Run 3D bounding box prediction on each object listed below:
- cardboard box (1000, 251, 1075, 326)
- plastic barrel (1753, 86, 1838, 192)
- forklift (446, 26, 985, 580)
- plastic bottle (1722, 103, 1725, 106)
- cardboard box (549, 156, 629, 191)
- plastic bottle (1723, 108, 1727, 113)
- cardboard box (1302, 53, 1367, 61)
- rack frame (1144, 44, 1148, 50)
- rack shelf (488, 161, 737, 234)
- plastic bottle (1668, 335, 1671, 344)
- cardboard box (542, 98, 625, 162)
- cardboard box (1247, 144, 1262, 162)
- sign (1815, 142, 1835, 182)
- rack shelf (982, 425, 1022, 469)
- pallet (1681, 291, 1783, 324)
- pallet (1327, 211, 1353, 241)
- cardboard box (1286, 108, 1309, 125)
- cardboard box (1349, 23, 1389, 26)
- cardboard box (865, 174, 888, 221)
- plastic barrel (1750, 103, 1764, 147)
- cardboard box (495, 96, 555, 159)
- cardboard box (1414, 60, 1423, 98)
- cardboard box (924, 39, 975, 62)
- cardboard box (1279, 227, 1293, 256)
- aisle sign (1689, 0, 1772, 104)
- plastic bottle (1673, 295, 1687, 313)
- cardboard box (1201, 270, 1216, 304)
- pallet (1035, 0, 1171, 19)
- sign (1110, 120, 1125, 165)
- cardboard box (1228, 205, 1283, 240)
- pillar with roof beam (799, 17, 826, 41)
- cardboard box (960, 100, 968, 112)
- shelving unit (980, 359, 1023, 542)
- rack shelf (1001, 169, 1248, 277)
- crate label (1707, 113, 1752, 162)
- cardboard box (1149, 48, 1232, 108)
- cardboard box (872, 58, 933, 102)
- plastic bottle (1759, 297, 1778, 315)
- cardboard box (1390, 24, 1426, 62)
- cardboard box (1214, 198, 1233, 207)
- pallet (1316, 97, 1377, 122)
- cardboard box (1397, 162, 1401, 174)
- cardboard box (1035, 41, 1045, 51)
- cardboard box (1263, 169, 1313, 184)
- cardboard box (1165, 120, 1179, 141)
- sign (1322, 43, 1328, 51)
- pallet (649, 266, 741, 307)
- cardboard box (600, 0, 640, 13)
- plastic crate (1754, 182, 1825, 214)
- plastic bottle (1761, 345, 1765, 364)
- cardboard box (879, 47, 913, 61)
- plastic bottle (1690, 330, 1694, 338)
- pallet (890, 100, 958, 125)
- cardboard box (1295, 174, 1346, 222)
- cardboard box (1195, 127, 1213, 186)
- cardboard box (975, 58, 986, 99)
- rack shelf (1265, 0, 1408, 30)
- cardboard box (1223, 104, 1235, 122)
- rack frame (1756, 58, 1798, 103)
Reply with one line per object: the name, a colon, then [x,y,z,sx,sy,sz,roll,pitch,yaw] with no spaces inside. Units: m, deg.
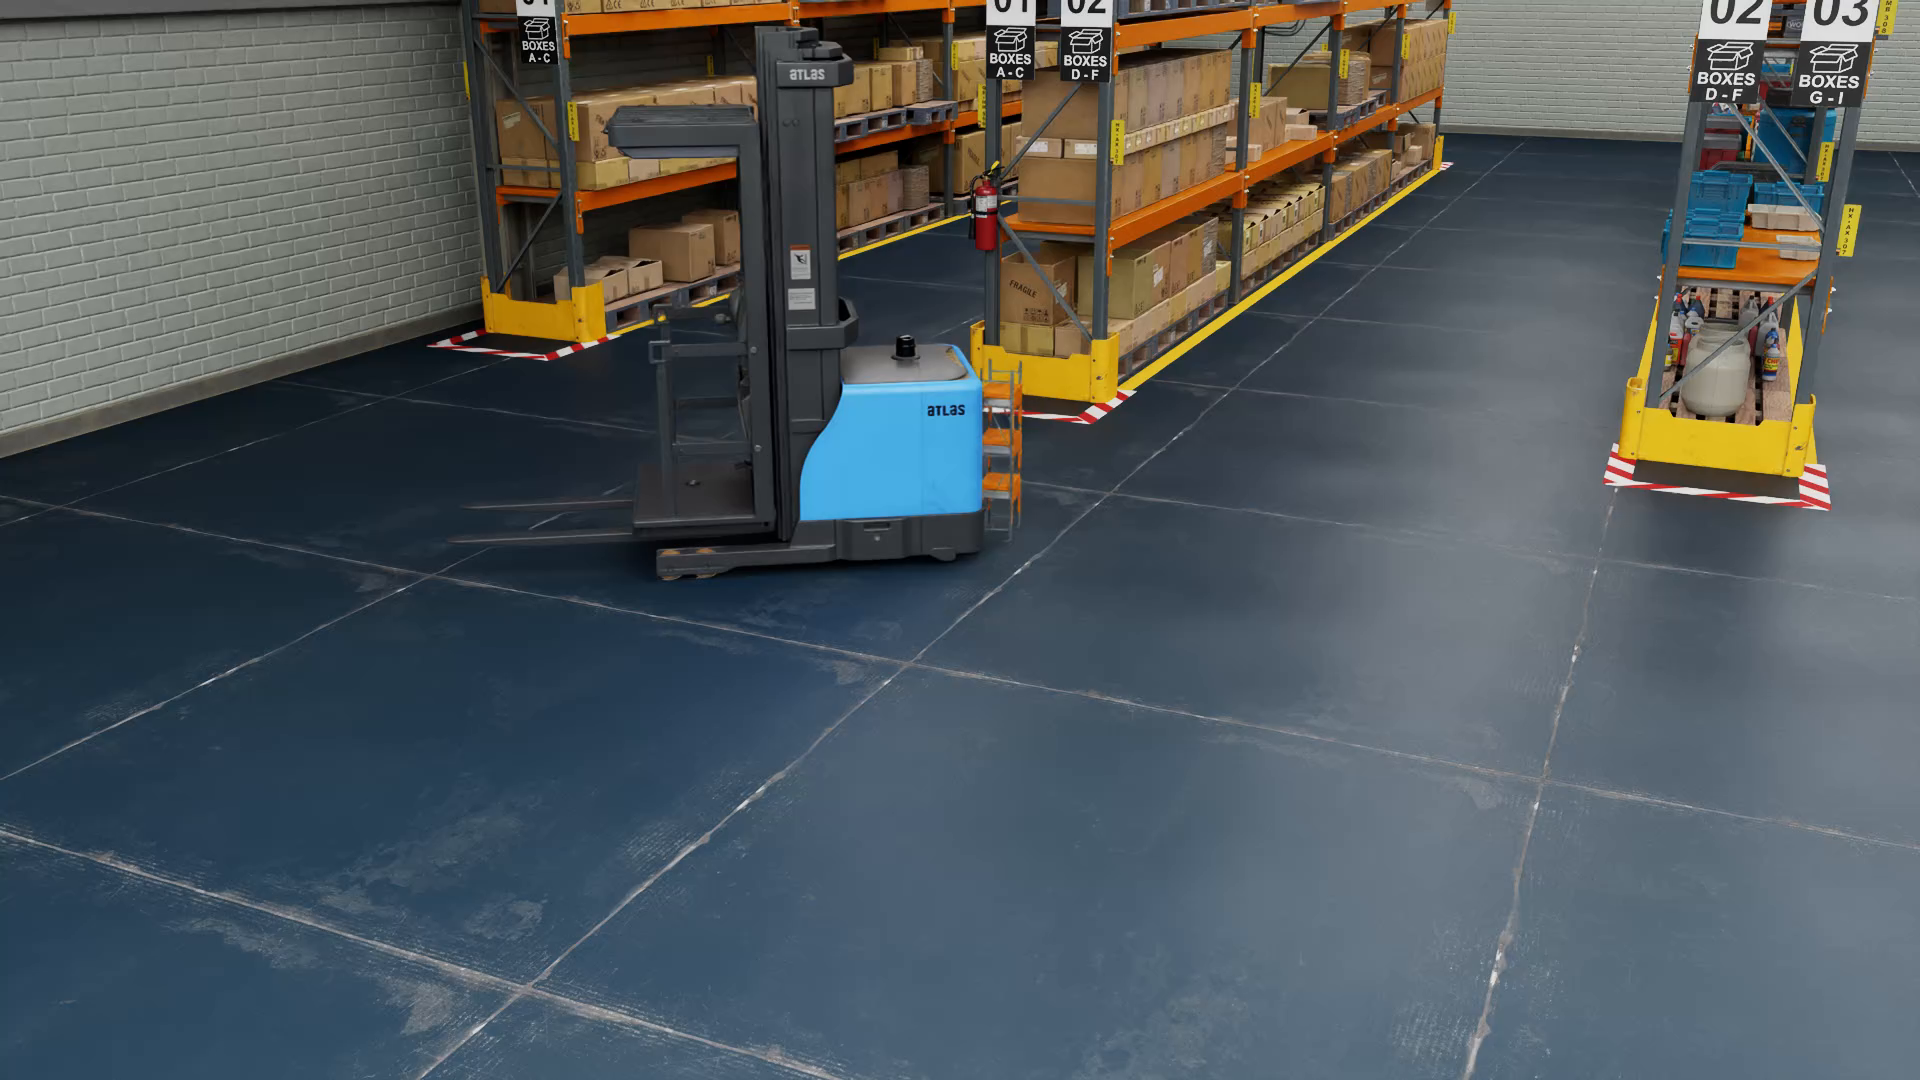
cardboard box: [0.623,-2.072,13.675,0.500,0.500,0.500,9,21,23]
plastic barrel: [7.265,-3.466,14.490,0.600,0.901,0.708,9,21,23]
forklift: [-1.420,-1.344,9.375,3.031,2.935,1.130,-3,20,-8]
plastic bottle: [9.420,-5.339,20.691,0.152,0.276,0.135,9,21,23]
cardboard box: [-3.356,-3.334,15.061,0.500,0.250,0.500,8,21,21]
plastic bottle: [8.920,-4.889,19.414,0.061,0.283,0.133,9,21,23]
cardboard box: [4.967,-6.191,22.126,0.700,0.500,0.500,12,23,31]
rack frame: [2.706,-8.181,28.496,1.000,3.000,0.127,9,21,23]
rack shelf: [-3.027,-3.562,16.582,1.077,0.370,4.000,9,21,23]
plastic bottle: [5.576,-1.518,13.157,0.061,0.283,0.133,9,22,24]
cardboard box: [-3.376,-3.687,14.933,0.500,0.500,0.500,9,21,23]
cardboard box: [2.863,-3.958,16.998,0.380,0.149,0.250,9,21,23]
sign: [7.328,-3.205,14.090,0.100,0.325,0.005,9,21,23]
rack shelf: [0.240,-0.522,9.901,0.215,0.259,0.240,5,20,13]
pallet: [7.117,-2.085,15.516,1.003,0.211,1.213,9,21,23]
pallet: [4.291,-3.966,20.806,1.003,0.211,1.213,9,21,23]
cardboard box: [3.762,-4.910,19.430,0.500,0.311,0.500,10,22,26]
cardboard box: [5.974,-7.299,24.374,0.500,0.500,0.500,9,21,23]
cardboard box: [-1.311,-4.240,20.489,0.700,0.500,0.500,8,21,22]
plastic barrel: [8.555,-4.257,17.258,0.600,0.536,0.708,9,21,23]
cardboard box: [-3.846,-3.755,15.126,0.500,0.500,0.500,8,21,22]
cardboard box: [6.460,-6.755,24.336,0.500,0.500,0.500,8,21,22]
cardboard box: [-0.137,-6.398,21.739,0.500,0.250,0.500,9,22,24]
cardboard box: [3.334,-3.296,18.236,0.500,0.250,0.500,9,21,24]
aisle sign: [4.892,-3.174,10.537,0.394,0.787,0.004,9,21,23]
plastic bottle: [6.122,-1.923,14.195,0.144,0.351,0.185,9,22,24]
cardboard box: [2.109,-2.413,15.754,0.500,0.250,0.500,9,21,23]
pallet: [0.988,-4.195,12.945,1.003,0.211,1.213,9,21,23]
sign: [1.179,-2.978,12.457,0.100,0.325,0.005,9,21,23]
cardboard box: [3.130,-3.403,17.702,0.500,0.311,0.500,8,21,21]
pillar with roof beam: [2.036,-7.693,18.169,9.100,9.000,0.400,9,21,23]
cardboard box: [-0.112,-5.771,22.065,0.380,0.149,0.250,9,21,23]
shelving unit: [0.240,-0.532,9.898,0.215,1.050,0.252,5,20,13]
rack shelf: [1.494,-2.884,14.674,1.077,0.370,4.000,9,21,23]
crate label: [7.815,-4.126,17.041,0.502,0.435,0.616,9,21,23]
cardboard box: [2.137,-4.356,15.655,0.700,0.500,0.500,9,21,23]
cardboard box: [-0.753,-5.845,21.121,0.700,0.500,0.500,6,20,16]
plastic bottle: [6.830,-1.876,14.064,0.144,0.351,0.185,8,21,21]
cardboard box: [6.461,-7.218,24.147,0.500,0.500,0.500,8,21,21]
cardboard box: [2.841,-3.629,18.336,0.500,0.311,0.500,8,21,22]
pallet: [4.743,-5.561,21.417,1.003,0.211,1.213,9,21,23]
cardboard box: [6.304,-5.516,24.575,0.380,0.166,0.250,9,21,23]
cardboard box: [0.892,-7.175,23.926,0.500,0.250,0.500,9,21,24]
cardboard box: [4.120,-4.404,20.951,0.500,0.500,0.500,9,22,25]
cardboard box: [1.663,-3.524,14.284,0.380,0.149,0.250,9,21,23]
sign: [5.091,-6.760,23.207,0.100,0.325,0.005,9,21,23]
pallet: [-2.949,-2.614,17.005,1.003,0.211,1.213,9,21,23]
cardboard box: [-3.228,-4.987,14.859,0.500,0.500,0.500,10,22,26]
plastic crate: [6.625,-2.708,13.327,0.499,0.251,0.616,9,21,23]
plastic bottle: [6.441,-1.496,13.219,0.097,0.201,0.097,0,20,0]
cardboard box: [-0.802,-6.085,20.830,0.380,0.149,0.250,5,20,14]
plastic bottle: [5.922,-1.605,13.524,0.097,0.201,0.097,0,20,0]
pallet: [-0.764,-5.412,20.998,1.213,0.211,1.003,9,21,23]
cardboard box: [4.398,-4.186,20.337,0.500,0.500,0.500,10,22,25]
cardboard box: [1.927,-3.582,15.416,0.700,0.500,0.500,8,21,22]
cardboard box: [0.086,-6.204,22.315,0.500,0.500,0.500,9,22,24]
rack shelf: [4.770,-6.743,21.048,1.077,0.370,4.000,9,21,23]
cardboard box: [2.397,-4.074,15.831,0.380,0.149,0.250,9,21,23]
rack frame: [10.107,-5.599,21.235,1.000,3.000,0.127,9,21,23]
